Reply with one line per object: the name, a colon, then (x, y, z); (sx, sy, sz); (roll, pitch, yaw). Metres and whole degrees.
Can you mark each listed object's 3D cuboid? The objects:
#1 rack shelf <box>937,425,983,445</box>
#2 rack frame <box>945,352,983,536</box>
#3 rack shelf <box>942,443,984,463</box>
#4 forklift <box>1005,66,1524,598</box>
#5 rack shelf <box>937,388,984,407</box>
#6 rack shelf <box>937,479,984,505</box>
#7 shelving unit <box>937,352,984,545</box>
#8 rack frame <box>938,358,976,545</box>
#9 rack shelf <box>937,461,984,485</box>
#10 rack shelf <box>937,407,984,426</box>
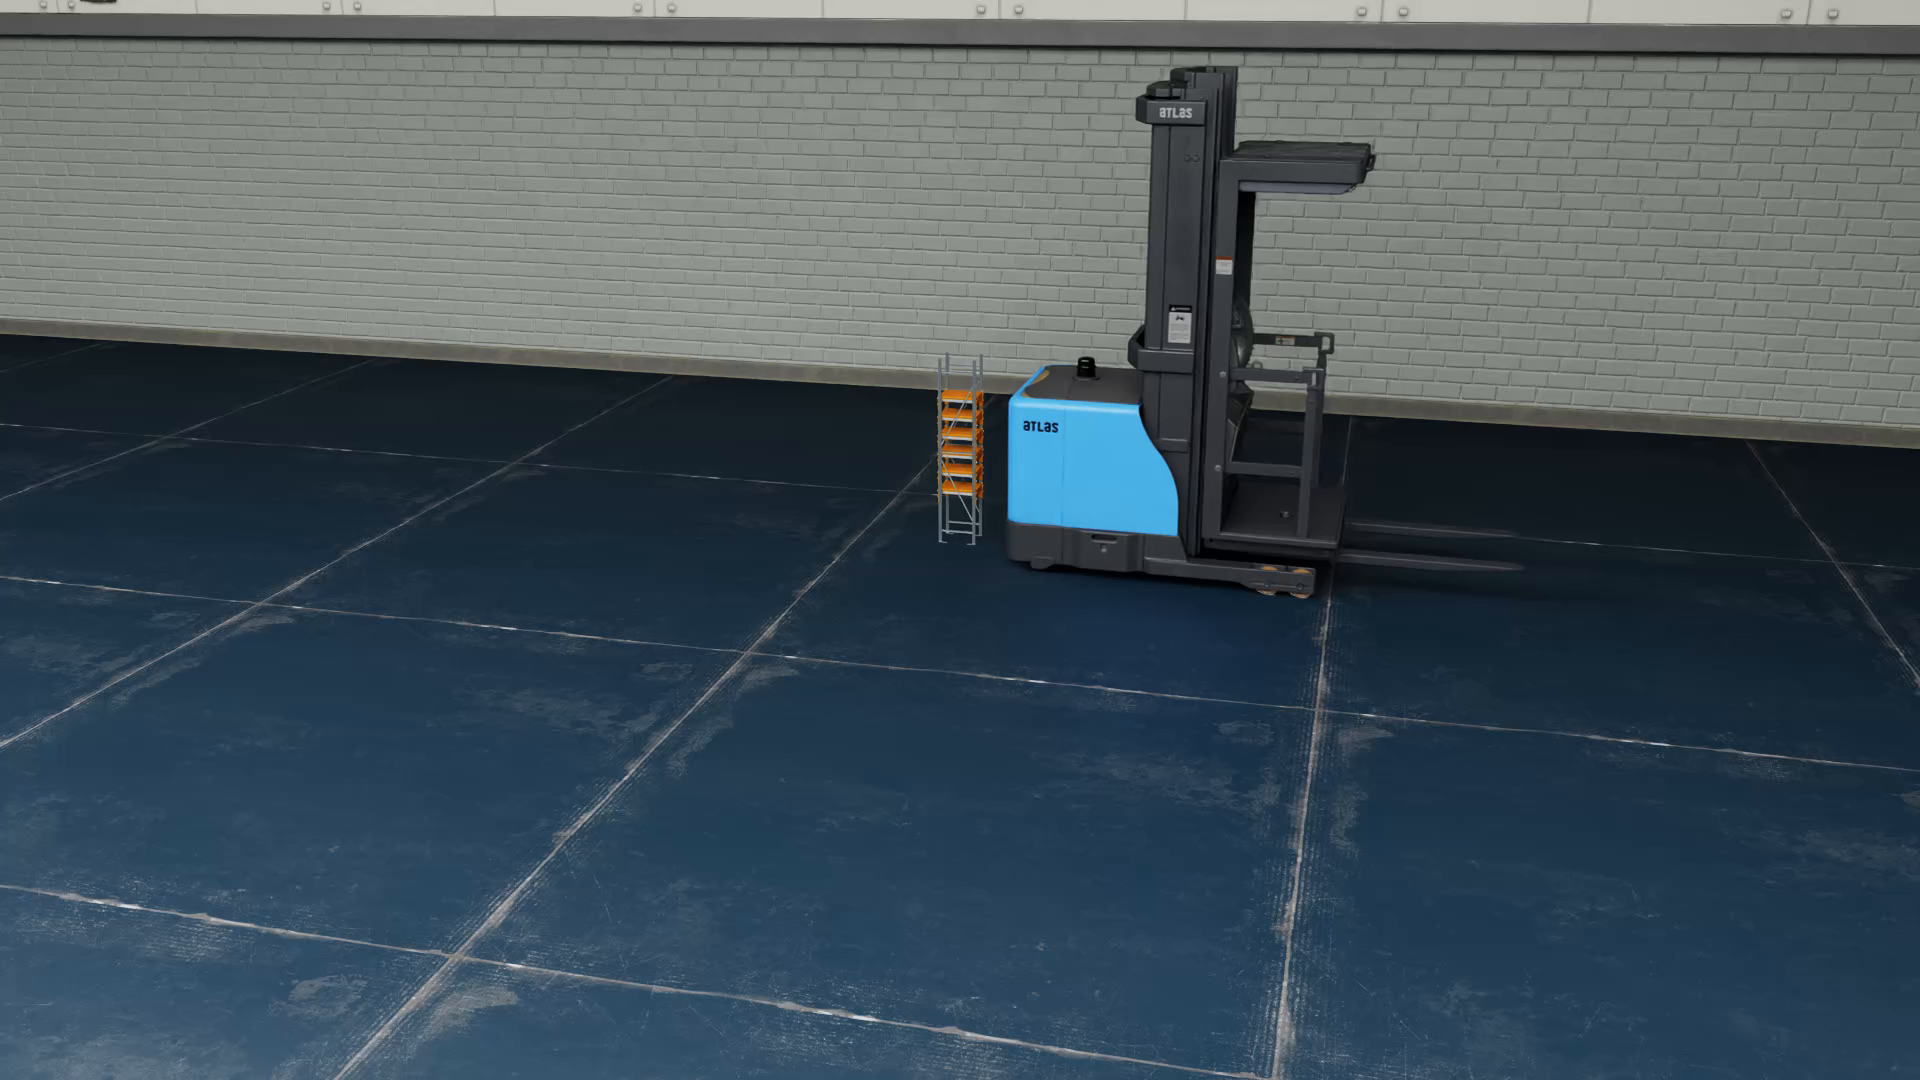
rack shelf: (0.004, -0.644, 10.482); (0.258, 0.103, 0.180); (5, 19, 13)
rack frame: (0.026, -0.601, 10.591); (0.240, 1.200, 0.006); (5, 19, 13)
rack shelf: (0.004, -0.530, 10.521); (0.258, 0.103, 0.180); (5, 19, 13)
forklift: (1.849, -1.238, 9.779); (3.031, 2.935, 1.130); (5, 19, 14)
rack shelf: (0.004, -0.871, 10.405); (0.258, 0.103, 0.180); (5, 19, 13)
rack shelf: (0.004, -0.303, 10.599); (0.258, 0.103, 0.180); (5, 19, 13)
shelving unit: (0.004, -0.572, 10.507); (0.258, 1.200, 0.189); (5, 19, 13)
rack frame: (-0.019, -0.544, 10.423); (0.240, 1.200, 0.006); (5, 19, 13)
rack shelf: (0.004, -0.417, 10.560); (0.258, 0.103, 0.180); (5, 19, 13)
rack shelf: (0.004, -0.757, 10.444); (0.258, 0.103, 0.180); (5, 19, 13)
